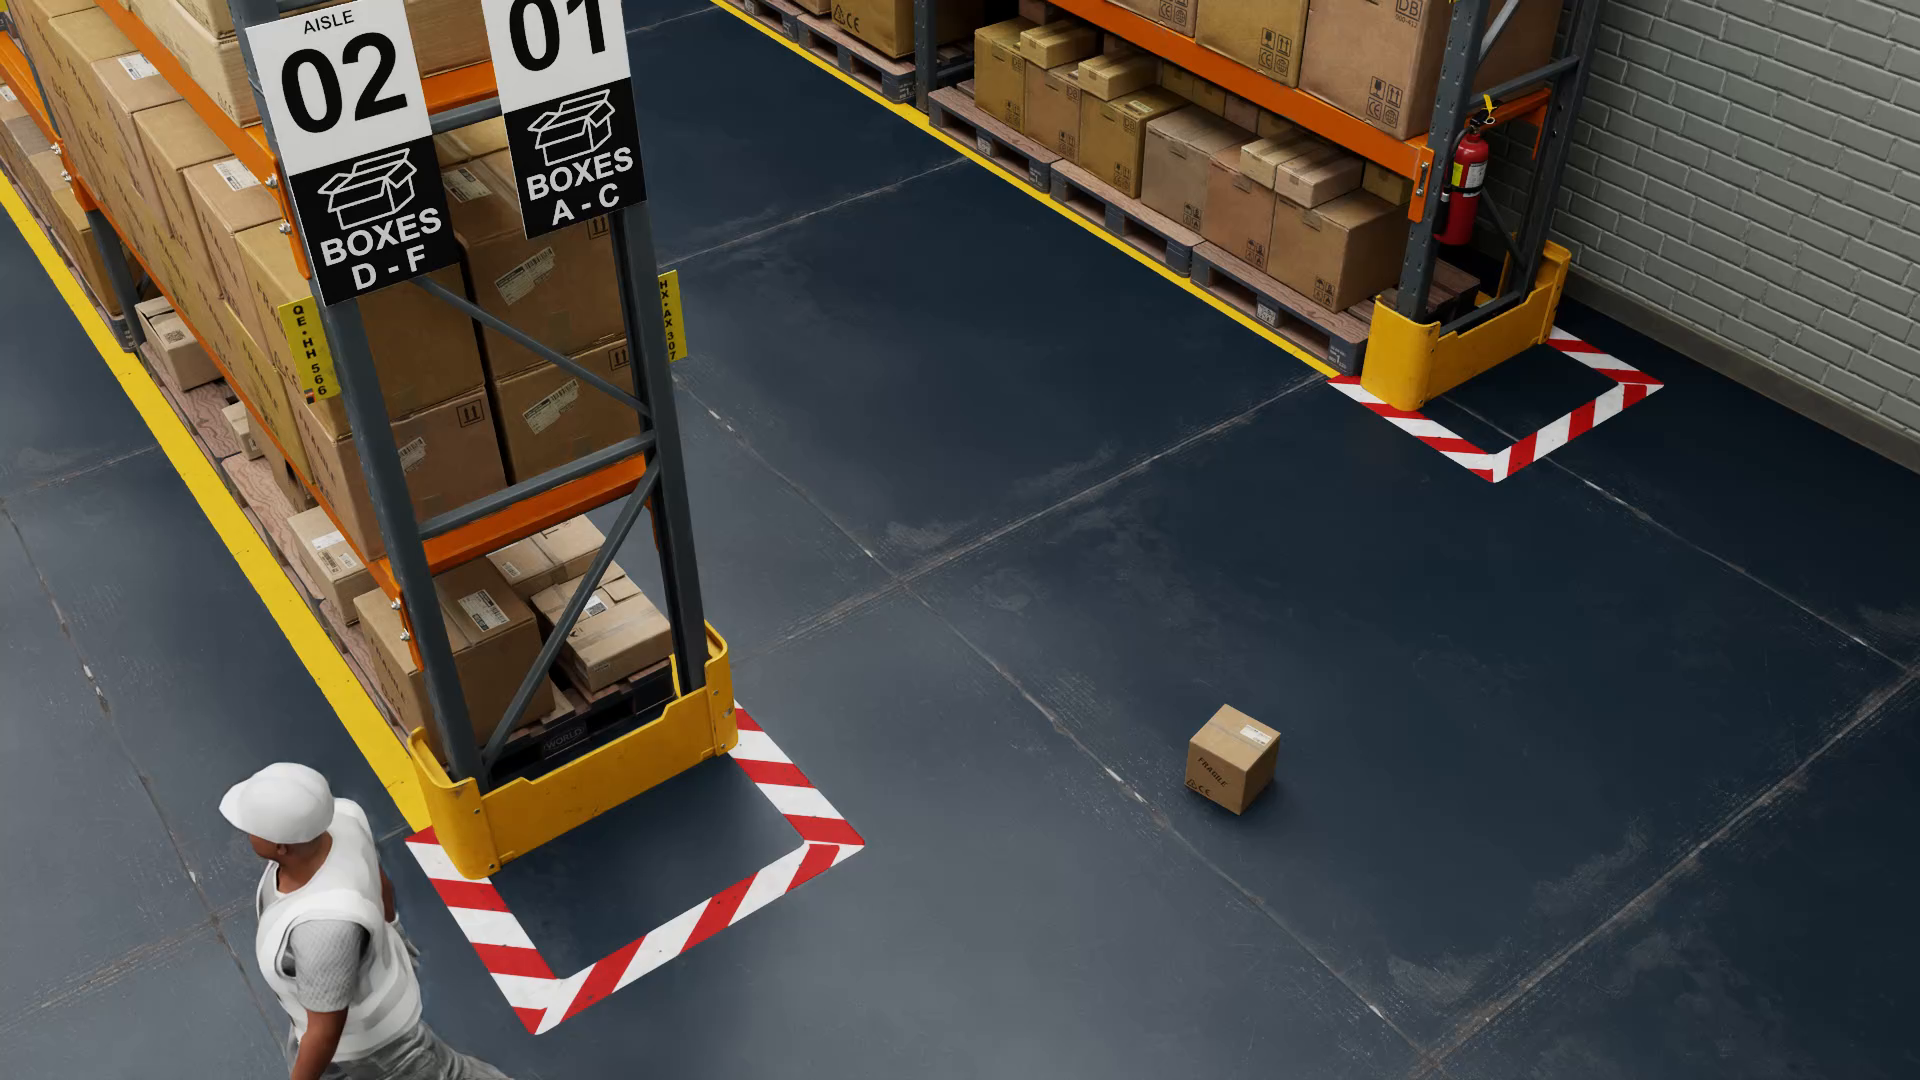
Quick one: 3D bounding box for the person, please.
[{"bbox_3d":[-1.762,1.305,4.567,1.008,1.732,0.611,-16,42,-18],"label":"person"}]
